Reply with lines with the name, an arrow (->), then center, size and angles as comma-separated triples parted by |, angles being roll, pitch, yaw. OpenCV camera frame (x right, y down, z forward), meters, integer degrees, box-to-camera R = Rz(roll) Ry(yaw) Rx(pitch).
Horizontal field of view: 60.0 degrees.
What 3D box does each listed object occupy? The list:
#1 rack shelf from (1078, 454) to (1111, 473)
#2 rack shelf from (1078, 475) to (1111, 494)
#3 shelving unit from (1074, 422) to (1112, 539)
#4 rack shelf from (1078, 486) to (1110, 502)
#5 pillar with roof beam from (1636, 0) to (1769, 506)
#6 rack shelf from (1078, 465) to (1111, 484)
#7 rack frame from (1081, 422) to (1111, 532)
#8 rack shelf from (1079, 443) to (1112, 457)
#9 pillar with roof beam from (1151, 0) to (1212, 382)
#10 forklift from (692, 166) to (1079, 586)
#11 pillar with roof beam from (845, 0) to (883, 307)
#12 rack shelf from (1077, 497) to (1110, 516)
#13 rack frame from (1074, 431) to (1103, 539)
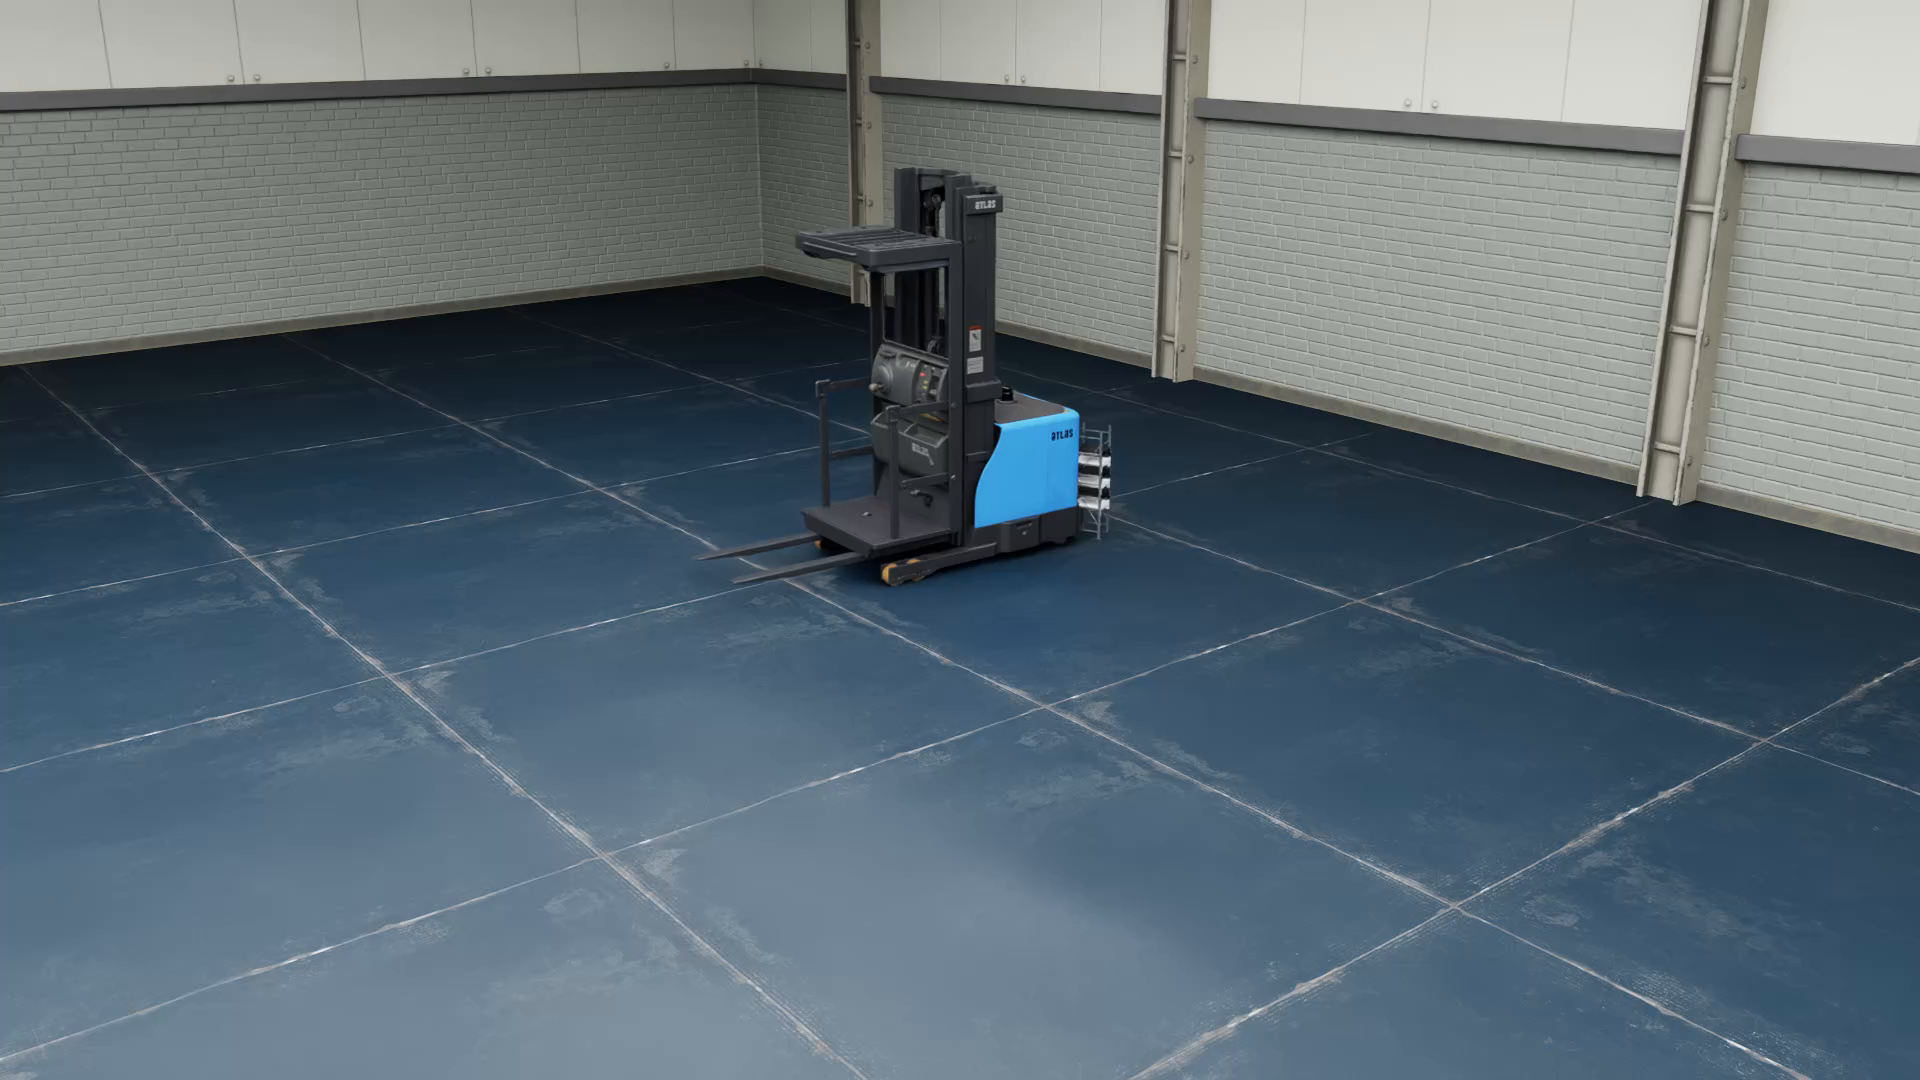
rack shelf -> 1.056, -0.615, 13.317 | 0.258, 0.077, 0.200 | 8, 21, 23
rack shelf -> 1.056, -0.445, 13.376 | 0.258, 0.077, 0.200 | 8, 21, 23
shelving unit -> 1.056, -0.477, 13.365 | 0.258, 0.900, 0.210 | 8, 21, 23
rack shelf -> 1.057, -0.360, 13.405 | 0.258, 0.077, 0.200 | 8, 21, 23
pillar with roof beam -> 2.778, -3.804, 10.536 | 9.100, 9.000, 0.400 | -14, 23, -36
rack shelf -> 1.056, -0.530, 13.347 | 0.258, 0.077, 0.200 | 8, 21, 23
rack frame -> 1.099, -0.507, 13.452 | 0.240, 0.900, 0.006 | 8, 21, 23
rack shelf -> 1.055, -0.700, 13.288 | 0.258, 0.077, 0.200 | 8, 21, 23
pillar with roof beam -> -0.947, -5.283, 15.000 | 9.100, 9.000, 0.400 | -14, 23, -36
forklift -> -0.548, -1.237, 12.435 | 3.031, 2.935, 1.130 | -12, 22, -33
pillar with roof beam -> -4.672, -6.761, 19.465 | 9.100, 9.000, 0.400 | -14, 23, -36
rack shelf -> 1.057, -0.275, 13.435 | 0.258, 0.077, 0.200 | 8, 21, 23
rack frame -> 1.014, -0.446, 13.278 | 0.240, 0.900, 0.006 | 8, 21, 23
